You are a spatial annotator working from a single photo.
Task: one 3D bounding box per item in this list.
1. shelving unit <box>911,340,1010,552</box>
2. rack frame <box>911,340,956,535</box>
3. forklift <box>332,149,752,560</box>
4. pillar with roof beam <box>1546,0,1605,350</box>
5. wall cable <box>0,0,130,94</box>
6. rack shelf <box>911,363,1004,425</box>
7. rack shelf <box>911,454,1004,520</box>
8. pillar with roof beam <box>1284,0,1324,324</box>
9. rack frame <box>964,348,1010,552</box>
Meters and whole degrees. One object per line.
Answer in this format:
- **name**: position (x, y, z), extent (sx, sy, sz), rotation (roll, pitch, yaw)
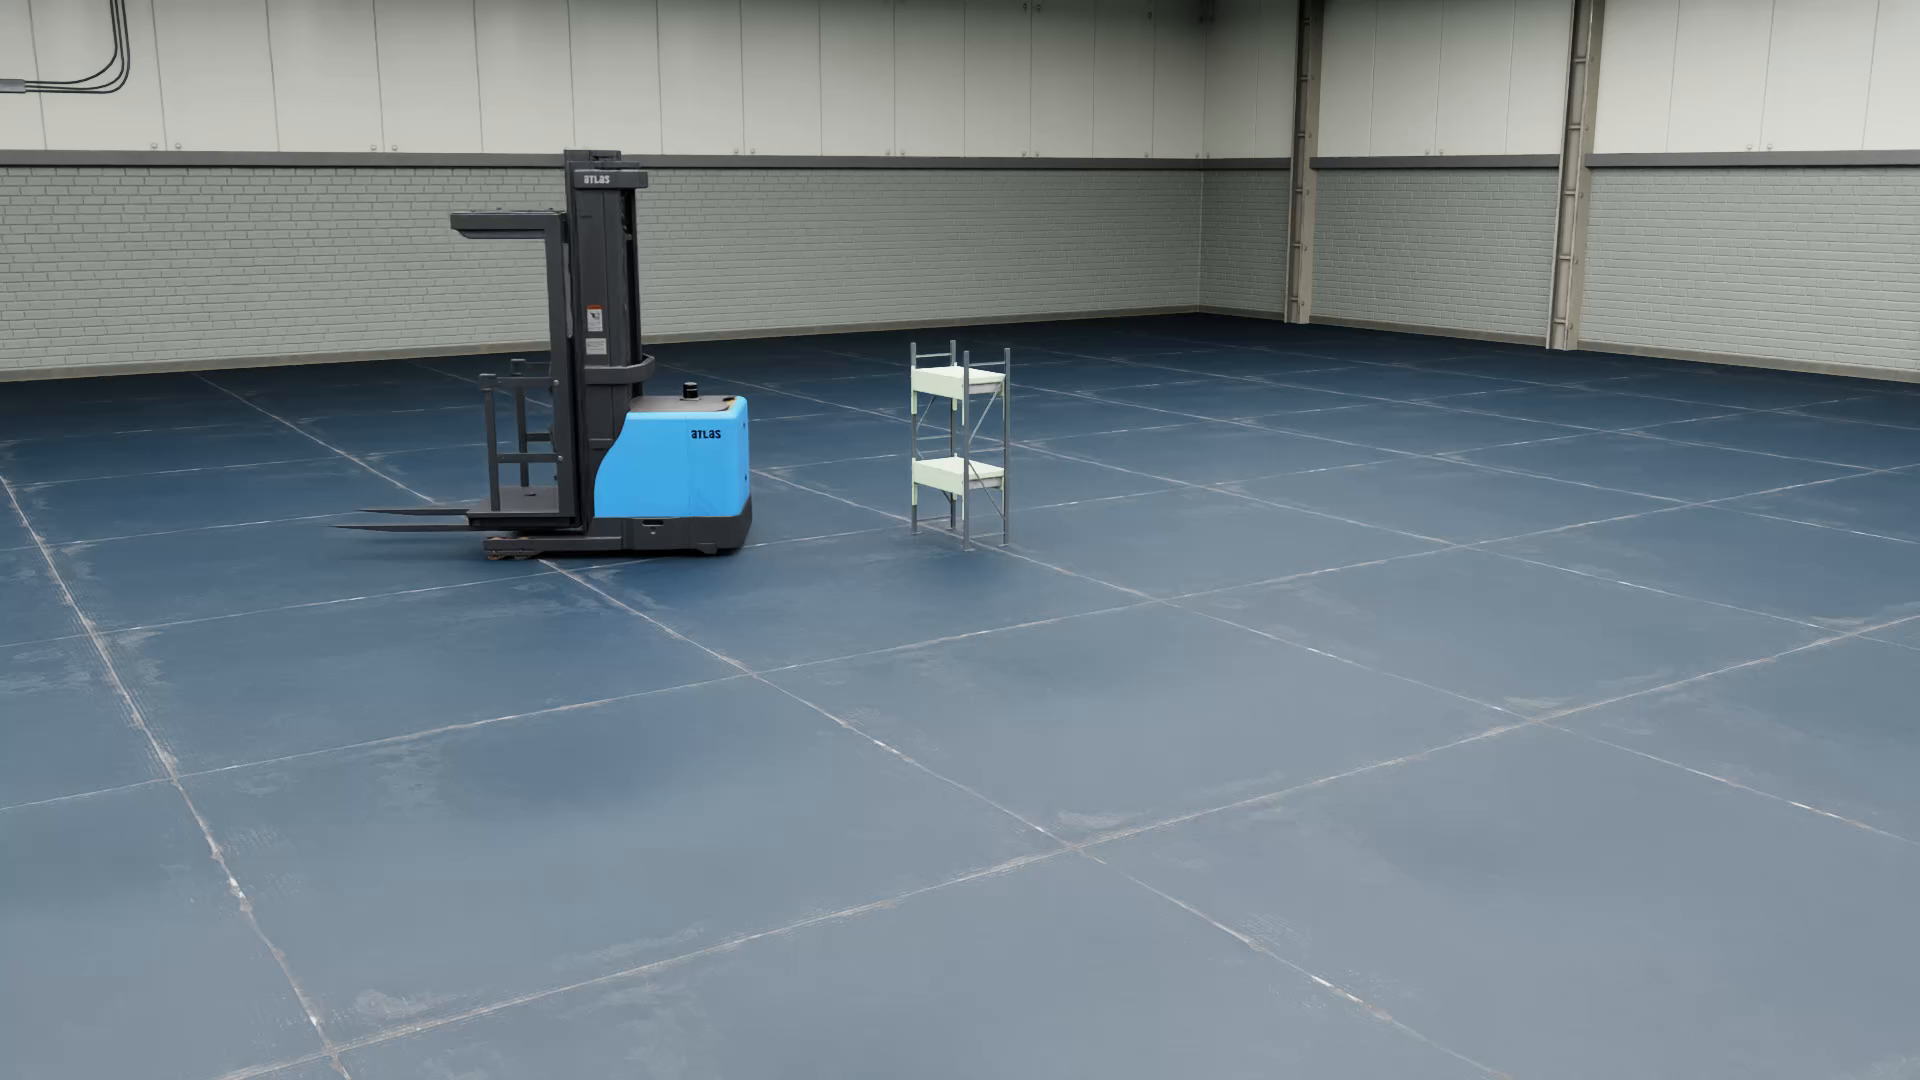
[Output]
- **shelving unit**: position (-0.004, -0.734, 12.707), extent (0.431, 1.500, 0.755), rotation (-8, 15, -33)
- **rack frame**: position (-0.206, -0.799, 13.005), extent (0.400, 1.500, 0.023), rotation (-8, 15, -33)
- **forklift**: position (-3.144, -1.400, 12.405), extent (3.031, 2.935, 1.130), rotation (0, 12, -2)
- **pillar with roof beam**: position (6.223, -7.001, 23.812), extent (9.100, 9.000, 0.400), rotation (-8, 15, -33)
- **wall cable**: position (-12.360, -8.312, 21.846), extent (2.305, 6.003, 0.169), rotation (-8, 15, -33)
- **rack shelf**: position (-0.004, -1.115, 12.624), extent (0.431, 0.370, 0.720), rotation (-8, 15, -33)
- **rack shelf**: position (-0.004, -0.415, 12.777), extent (0.431, 0.370, 0.720), rotation (-8, 15, -33)
- **pillar with roof beam**: position (2.898, -8.068, 28.691), extent (9.100, 9.000, 0.400), rotation (-8, 15, -33)
- **rack frame**: position (0.199, -0.669, 12.409), extent (0.400, 1.500, 0.023), rotation (-8, 15, -33)
